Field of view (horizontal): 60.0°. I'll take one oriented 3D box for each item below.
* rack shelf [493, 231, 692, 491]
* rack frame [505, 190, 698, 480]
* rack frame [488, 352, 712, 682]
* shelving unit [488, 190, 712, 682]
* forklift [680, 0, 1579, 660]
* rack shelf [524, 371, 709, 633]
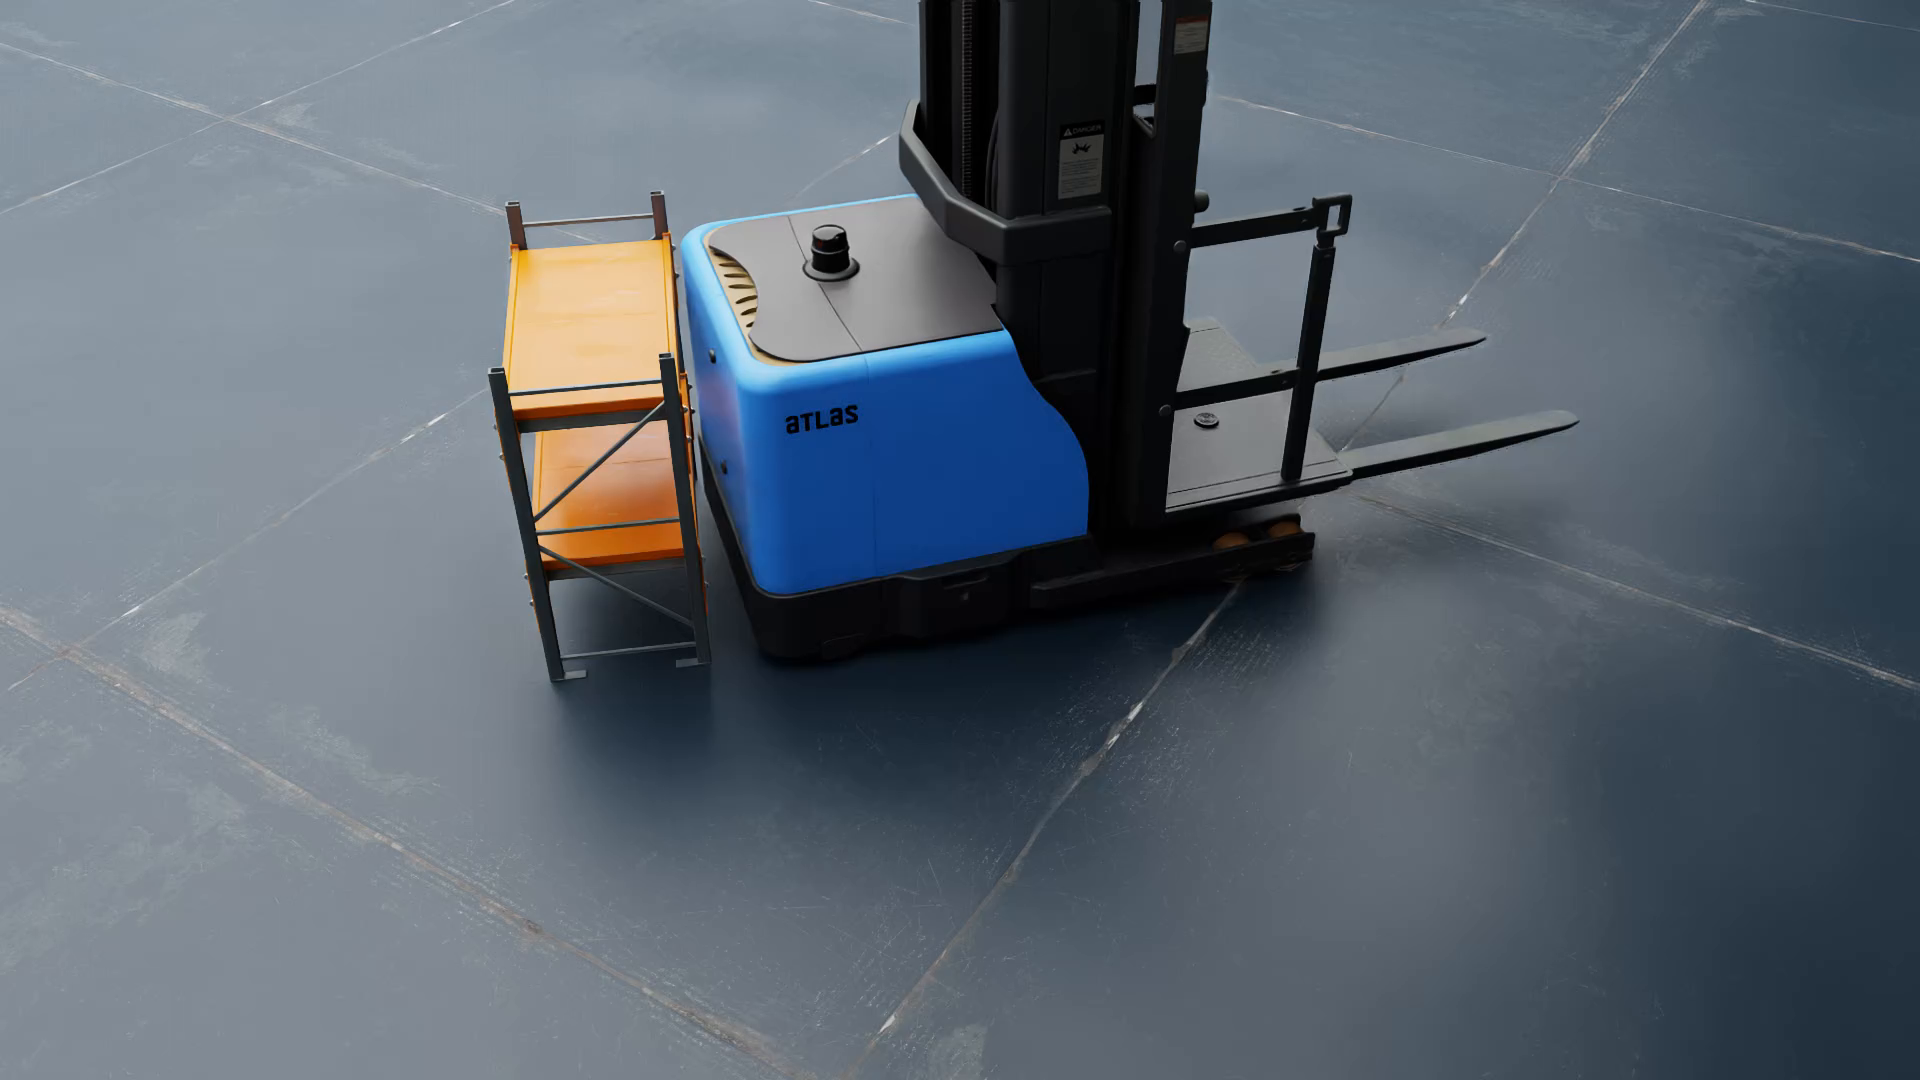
[{"bbox_3d":[-1.116,-0.576,5.096,0.538,0.278,1.000,-6,38,-8],"label":"rack shelf"},{"bbox_3d":[-1.201,-0.650,5.672,0.500,1.125,0.032,-6,38,-8],"label":"rack frame"},{"bbox_3d":[-1.032,-0.038,4.878,0.500,1.125,0.032,-6,38,-8],"label":"rack frame"},{"bbox_3d":[-1.116,-0.344,5.275,0.538,1.125,1.048,-6,38,-8],"label":"shelving unit"},{"bbox_3d":[0.673,-1.315,5.055,3.031,2.935,1.130,-11,39,-14],"label":"forklift"},{"bbox_3d":[-1.116,-0.150,5.424,0.538,0.278,1.000,-6,38,-8],"label":"rack shelf"}]
